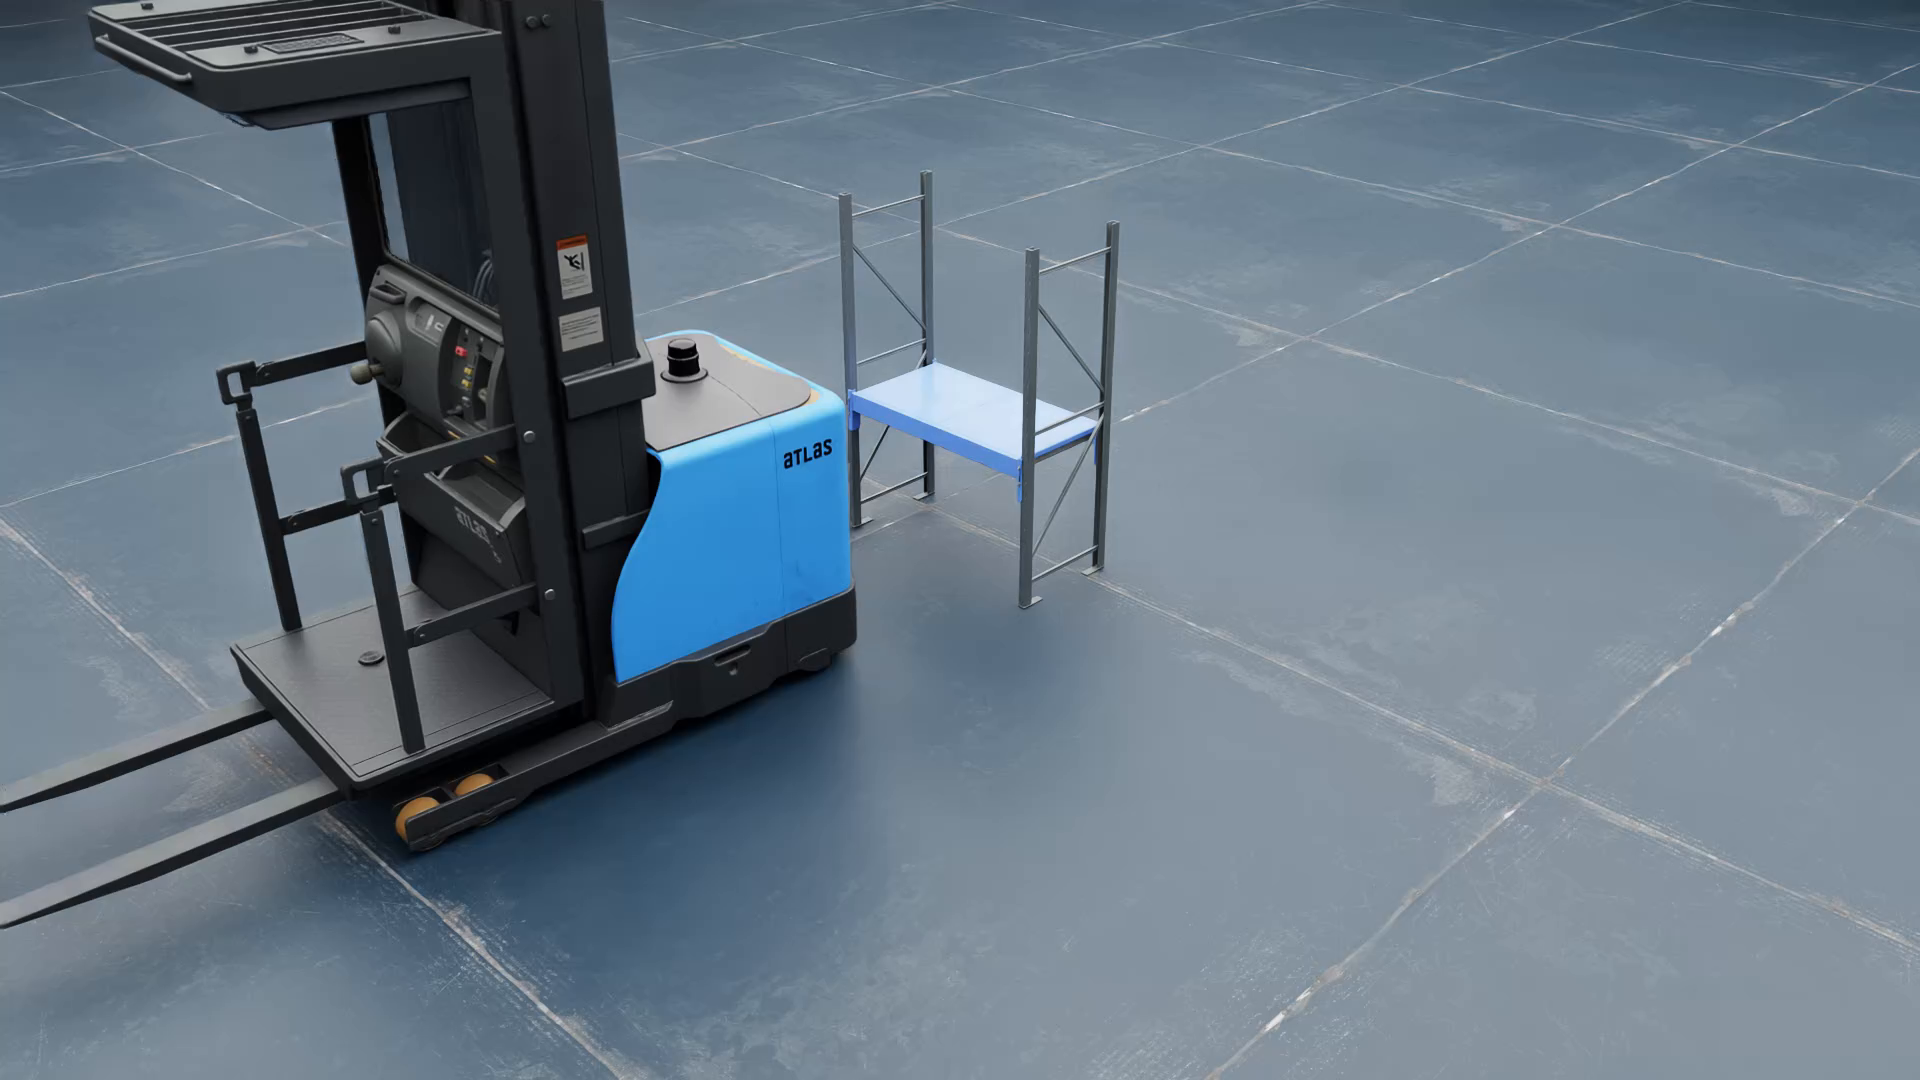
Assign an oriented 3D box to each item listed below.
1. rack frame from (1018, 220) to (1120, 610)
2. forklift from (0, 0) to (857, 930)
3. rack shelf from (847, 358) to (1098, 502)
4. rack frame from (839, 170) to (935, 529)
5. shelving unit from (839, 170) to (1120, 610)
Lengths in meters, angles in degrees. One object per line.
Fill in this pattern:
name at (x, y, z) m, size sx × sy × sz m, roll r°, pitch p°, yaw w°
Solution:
rack frame at (0.423, -0.470, 6.533) m, size 0.032 × 1.500 × 0.500 m, roll 25°, pitch 36°, yaw 38°
forklift at (-1.838, -0.575, 5.195) m, size 3.031 × 2.935 × 1.130 m, roll -22°, pitch 35°, yaw -36°
rack shelf at (0.061, -0.477, 6.932) m, size 1.000 × 0.185 × 0.538 m, roll 25°, pitch 36°, yaw 38°
rack frame at (-0.302, -0.802, 7.163) m, size 0.032 × 1.500 × 0.500 m, roll 25°, pitch 36°, yaw 38°
shelving unit at (0.061, -0.636, 6.848) m, size 1.048 × 1.500 × 0.538 m, roll 25°, pitch 36°, yaw 38°
